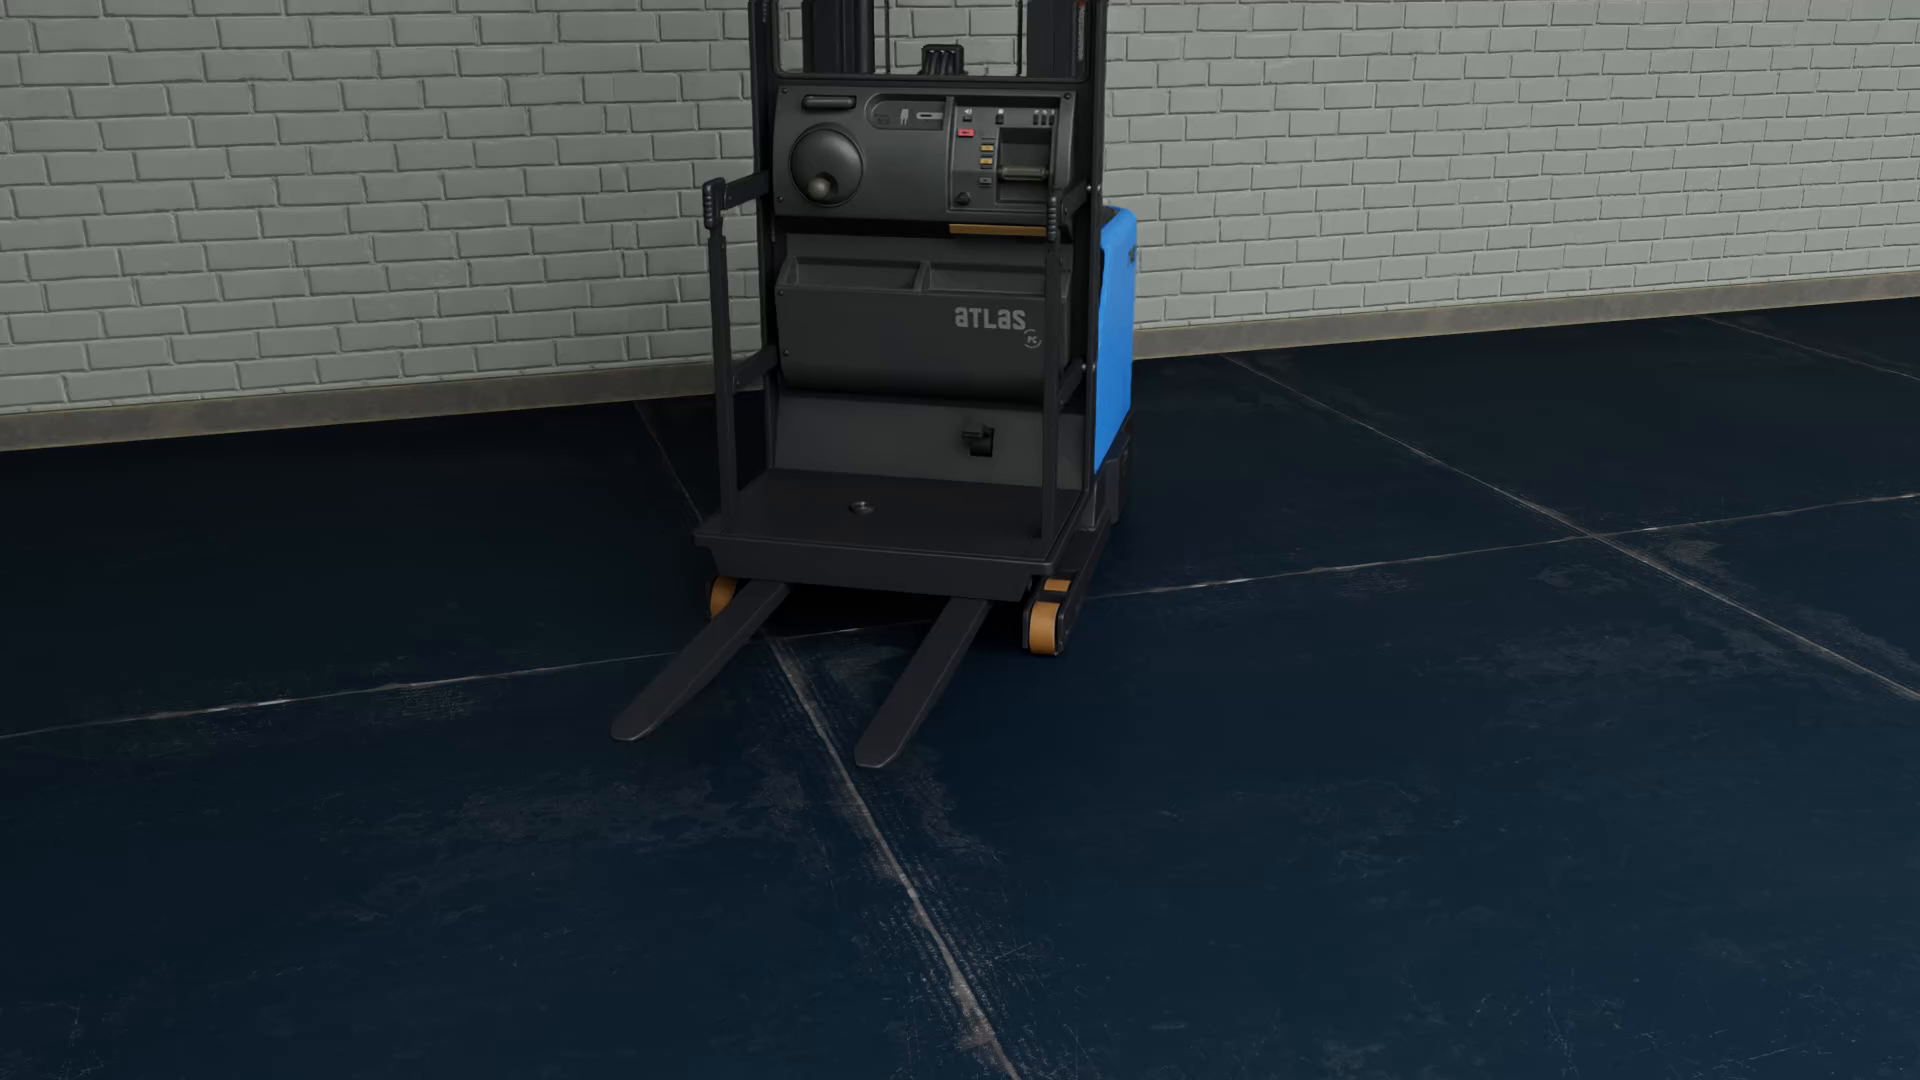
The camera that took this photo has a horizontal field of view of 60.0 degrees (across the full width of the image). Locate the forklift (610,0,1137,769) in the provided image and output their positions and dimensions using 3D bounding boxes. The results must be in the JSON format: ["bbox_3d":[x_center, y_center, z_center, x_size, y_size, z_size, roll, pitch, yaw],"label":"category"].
[{"bbox_3d":[-0.162,-1.173,4.846,1.130,2.935,3.031,5,20,12],"label":"forklift"}]
